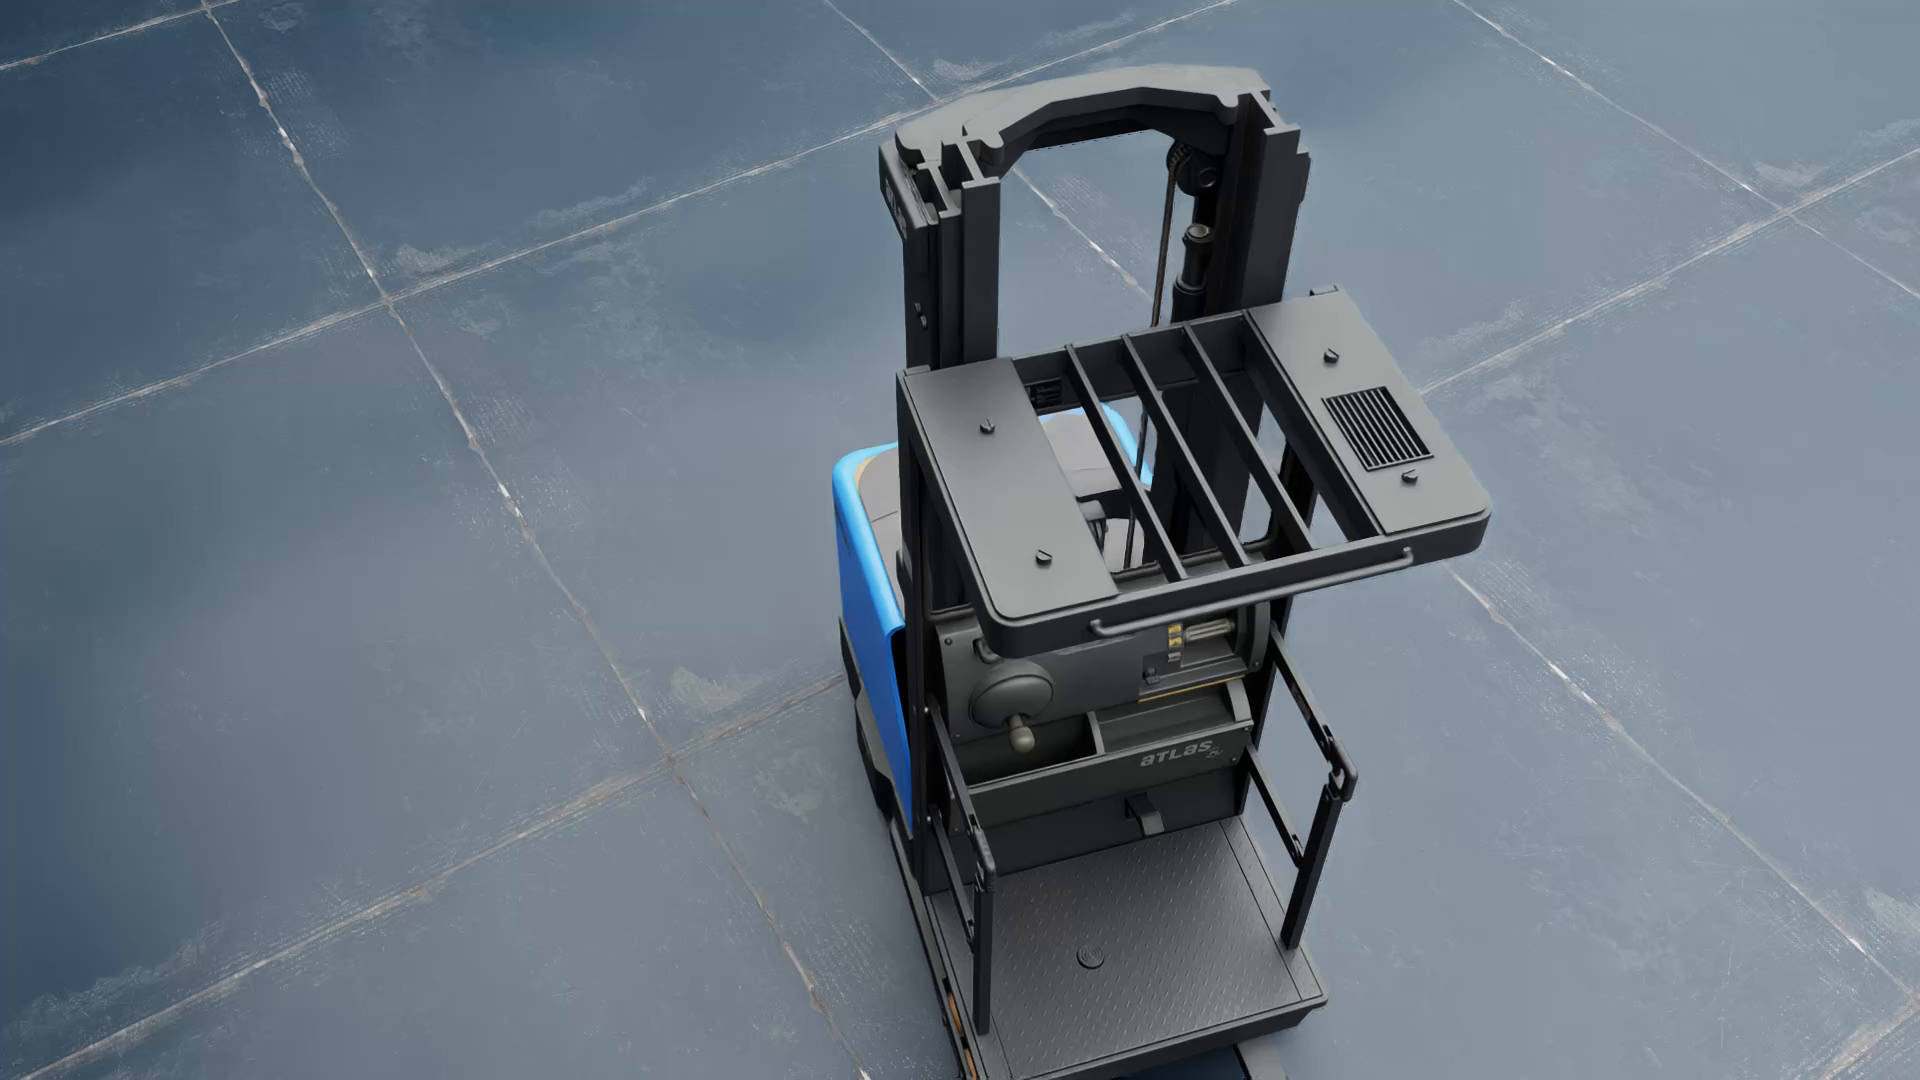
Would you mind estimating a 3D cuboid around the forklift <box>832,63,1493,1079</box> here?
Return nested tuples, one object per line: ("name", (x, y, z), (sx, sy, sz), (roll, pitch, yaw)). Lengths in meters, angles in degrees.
("forklift", (0.461, 0.413, 4.365), (1.130, 2.935, 3.031), (-12, 49, -11))
